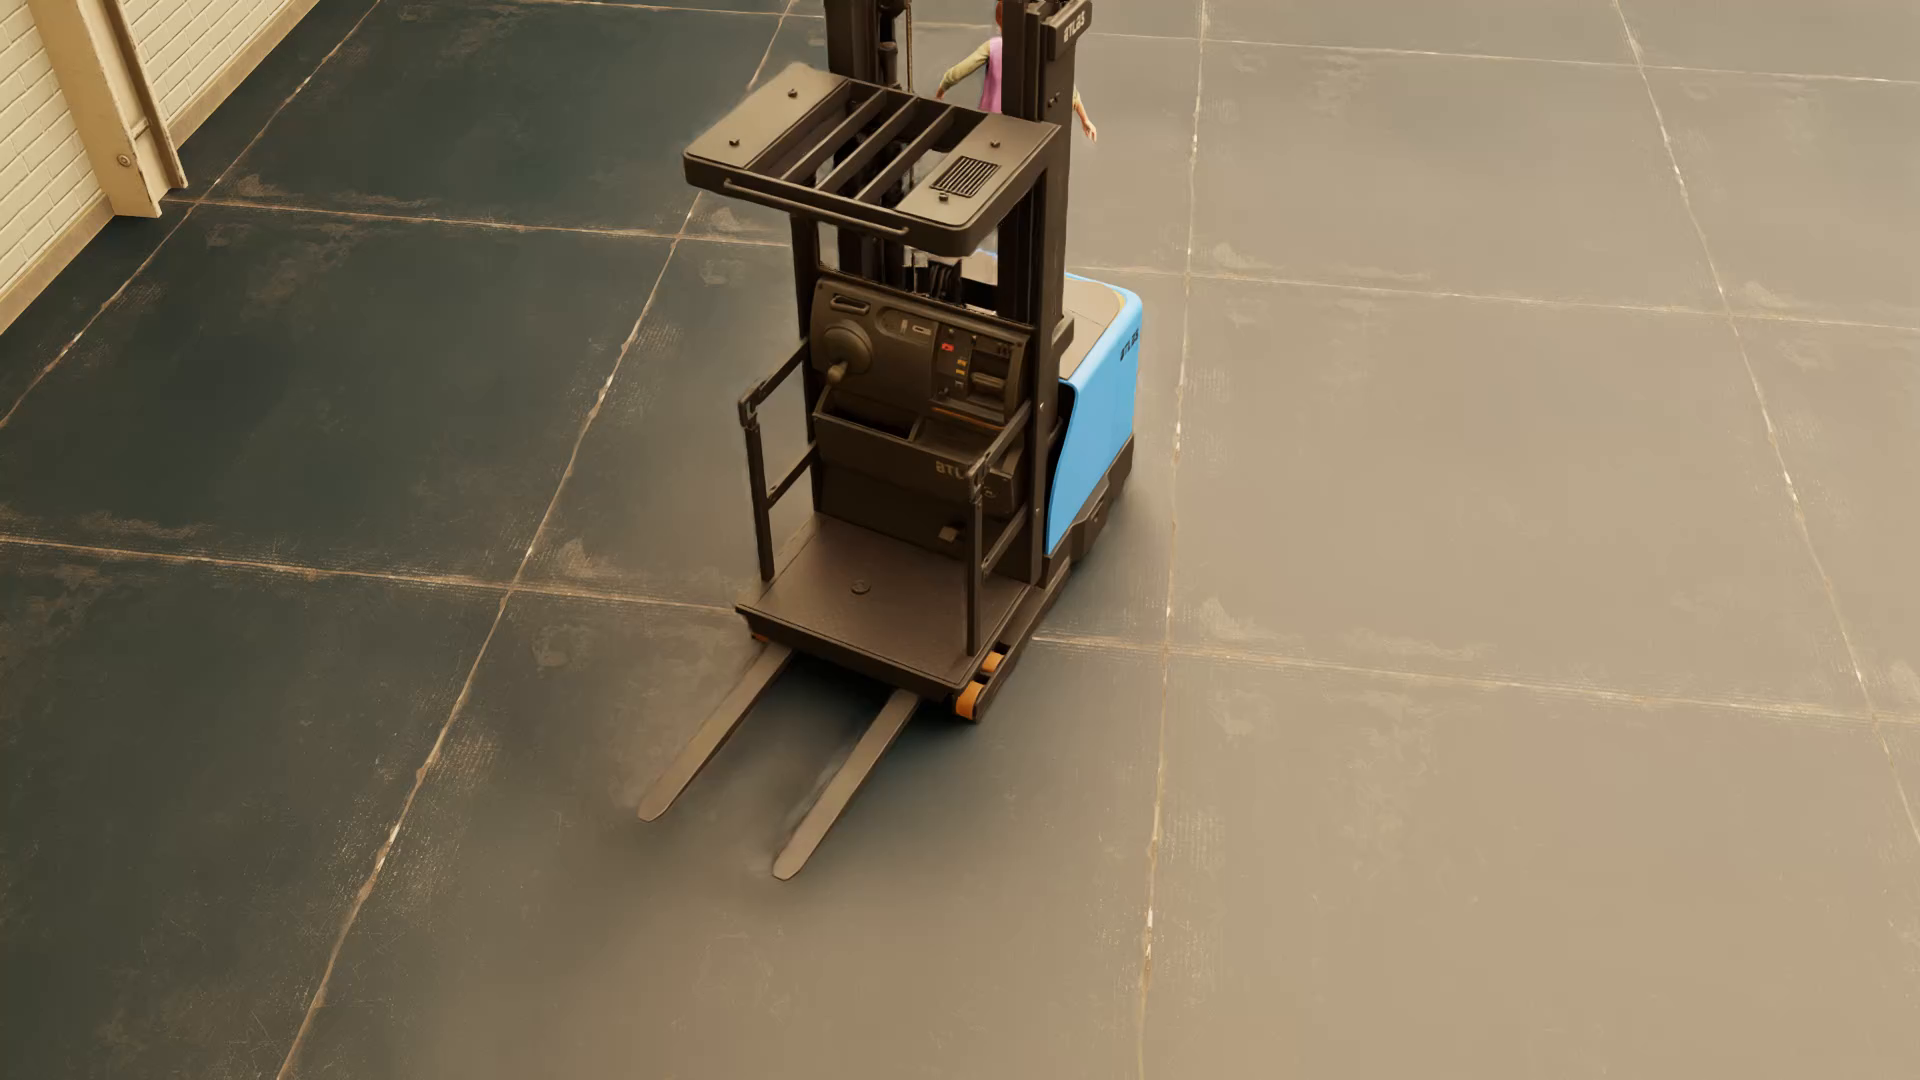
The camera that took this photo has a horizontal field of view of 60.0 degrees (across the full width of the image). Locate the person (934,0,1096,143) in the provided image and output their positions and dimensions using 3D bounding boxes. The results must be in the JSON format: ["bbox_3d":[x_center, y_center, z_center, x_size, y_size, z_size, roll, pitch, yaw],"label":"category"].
[{"bbox_3d":[0.300,-2.363,9.412,0.946,1.475,0.465,7,43,8],"label":"person"}]

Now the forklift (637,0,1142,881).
[{"bbox_3d":[-0.269,-0.663,6.446,1.130,2.935,3.031,19,46,19],"label":"forklift"}]
